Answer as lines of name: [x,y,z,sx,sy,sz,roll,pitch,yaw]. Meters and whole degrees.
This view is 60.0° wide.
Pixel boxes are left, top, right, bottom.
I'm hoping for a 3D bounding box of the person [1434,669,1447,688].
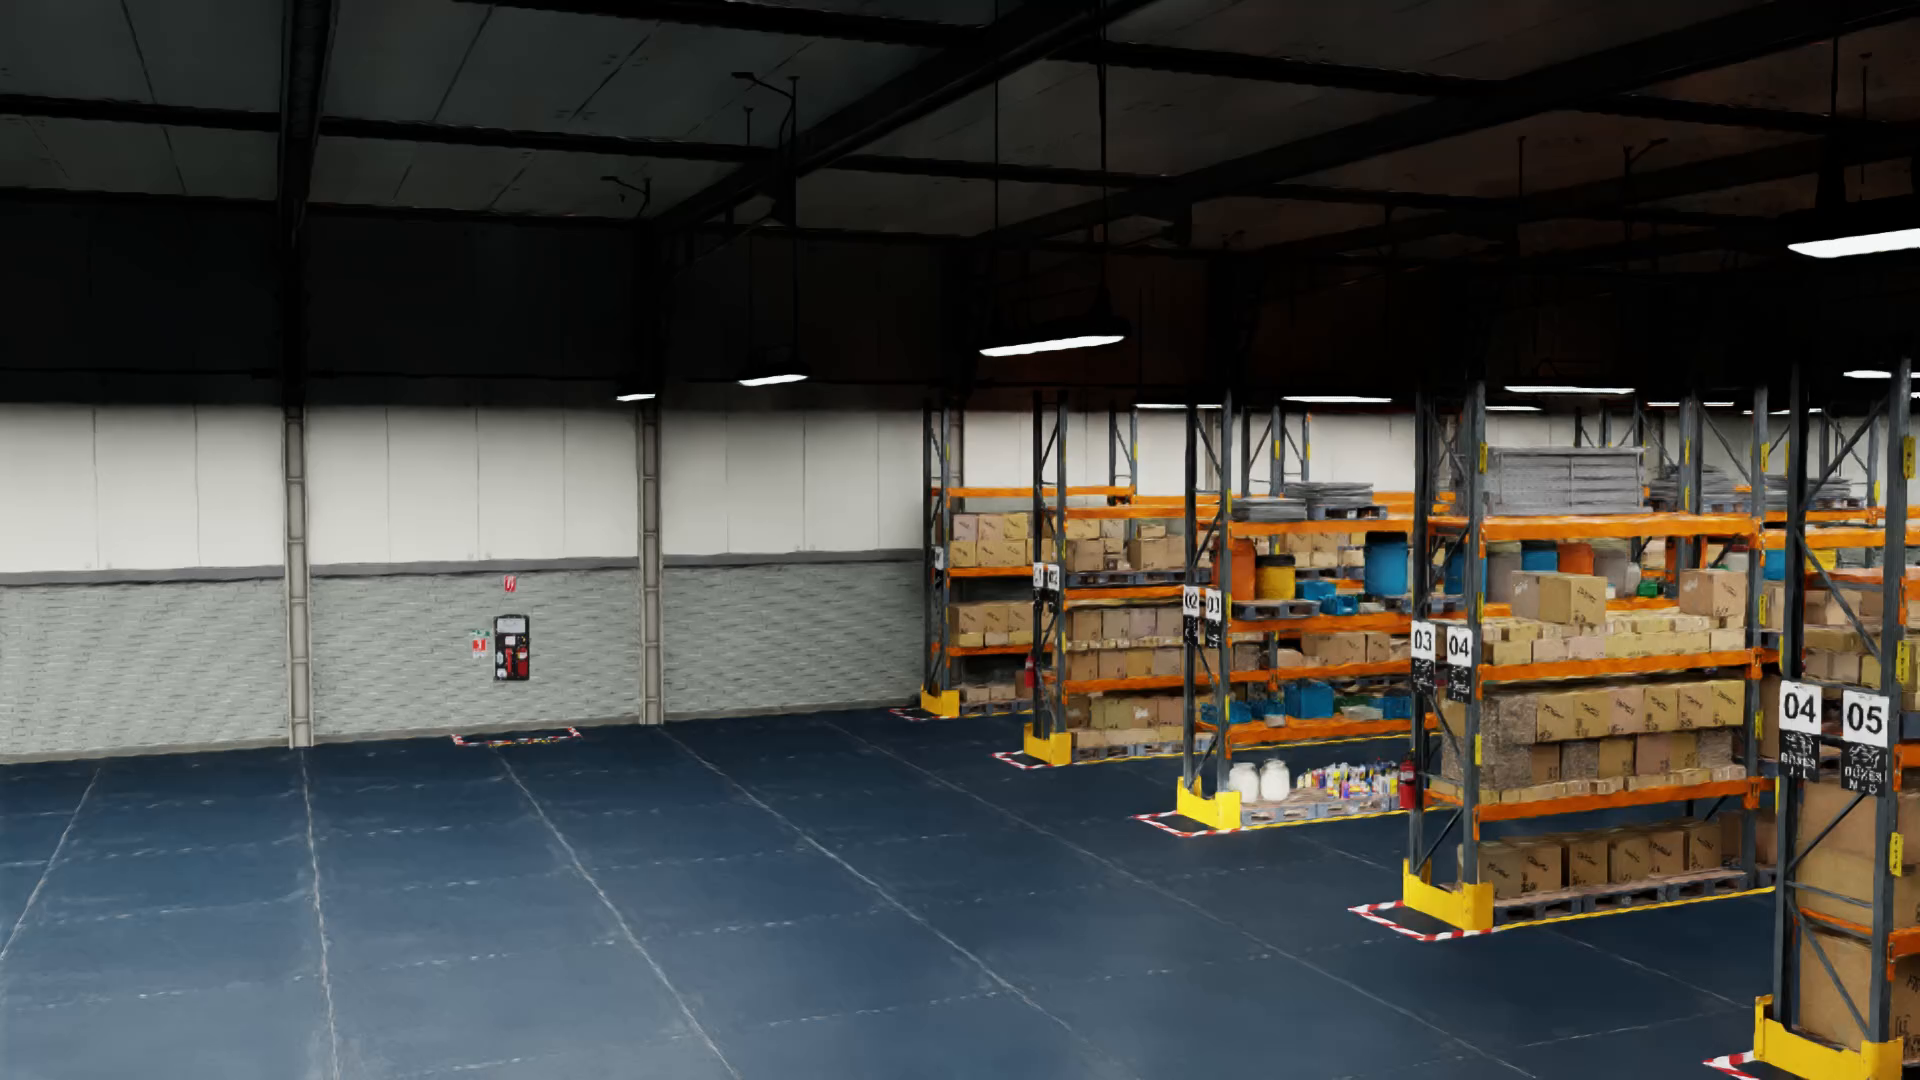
person: [10.160,2.314,34.546,1.097,1.583,0.449,-2,4,-24]
